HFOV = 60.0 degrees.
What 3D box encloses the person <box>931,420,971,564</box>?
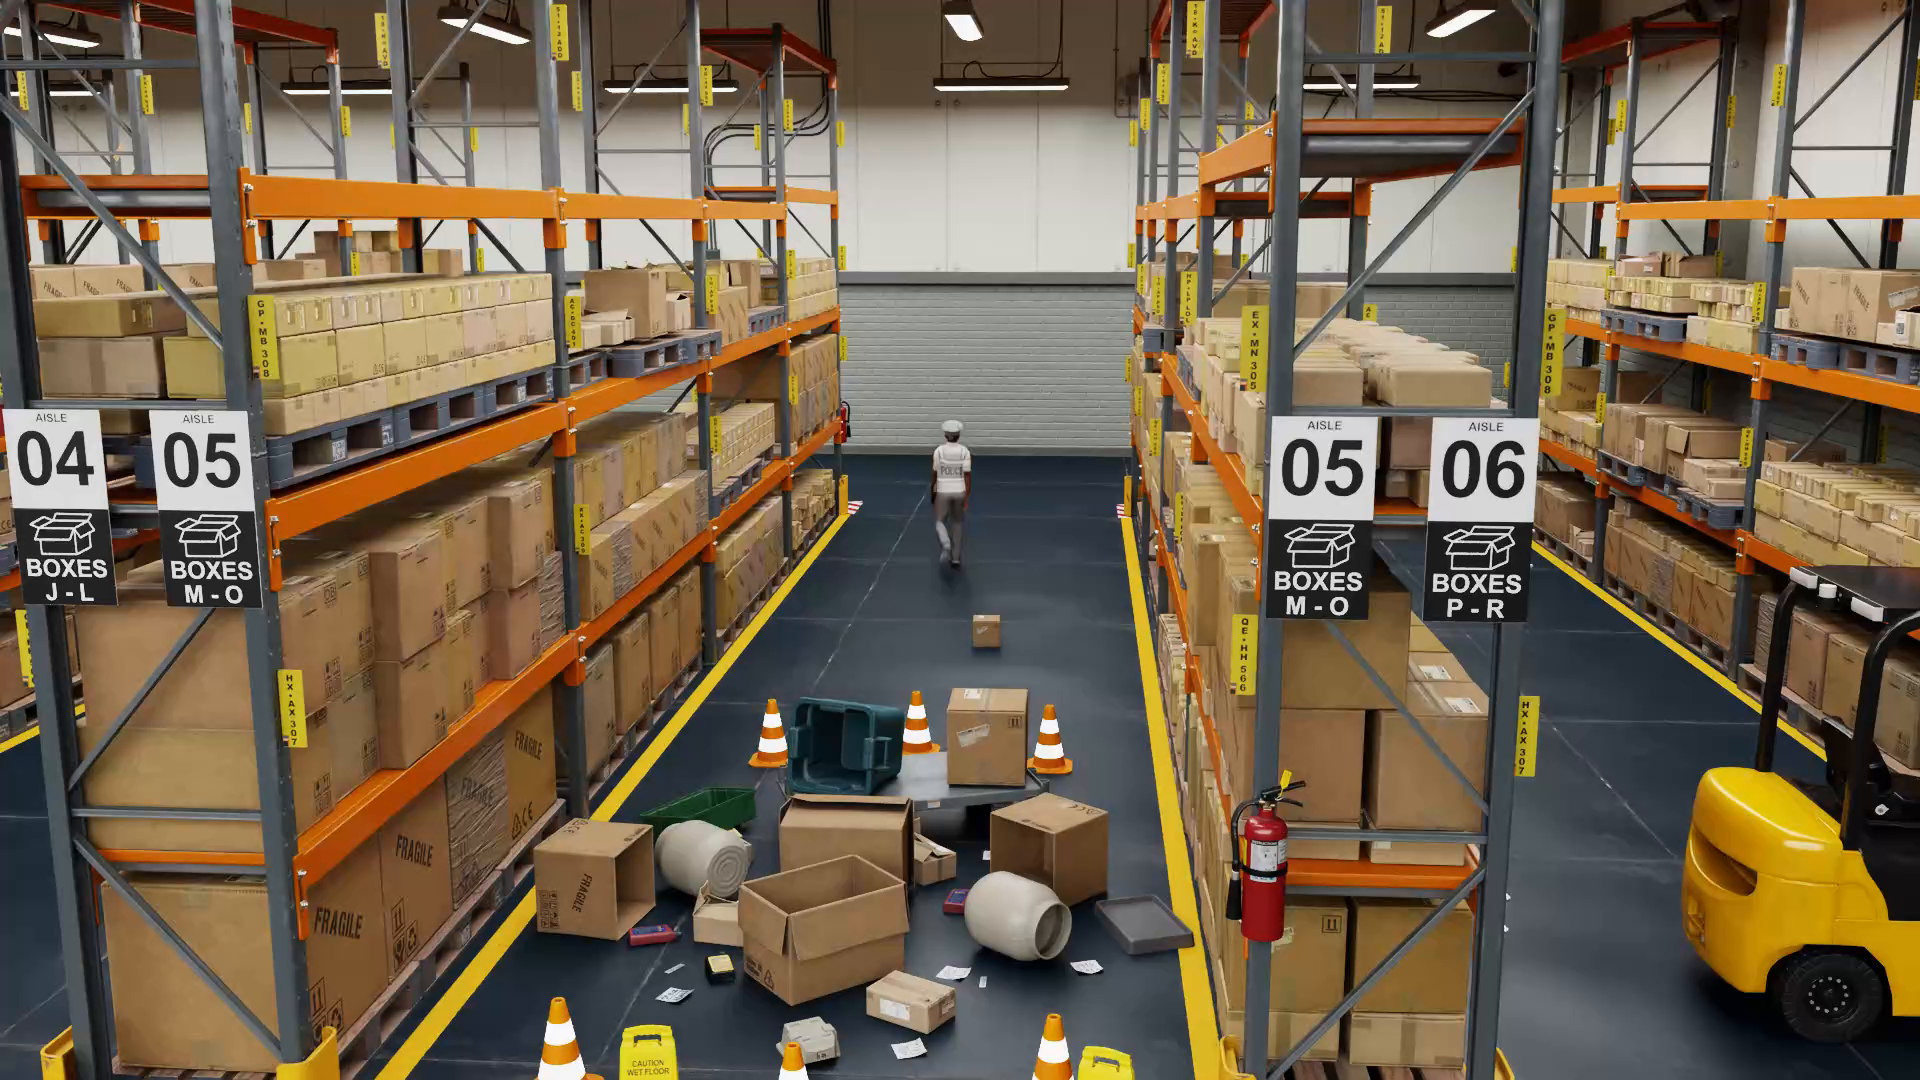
[{"bbox_3d":[-0.098,-0.526,19.003,0.447,1.668,0.694,-1,11,-8],"label":"person"}]
